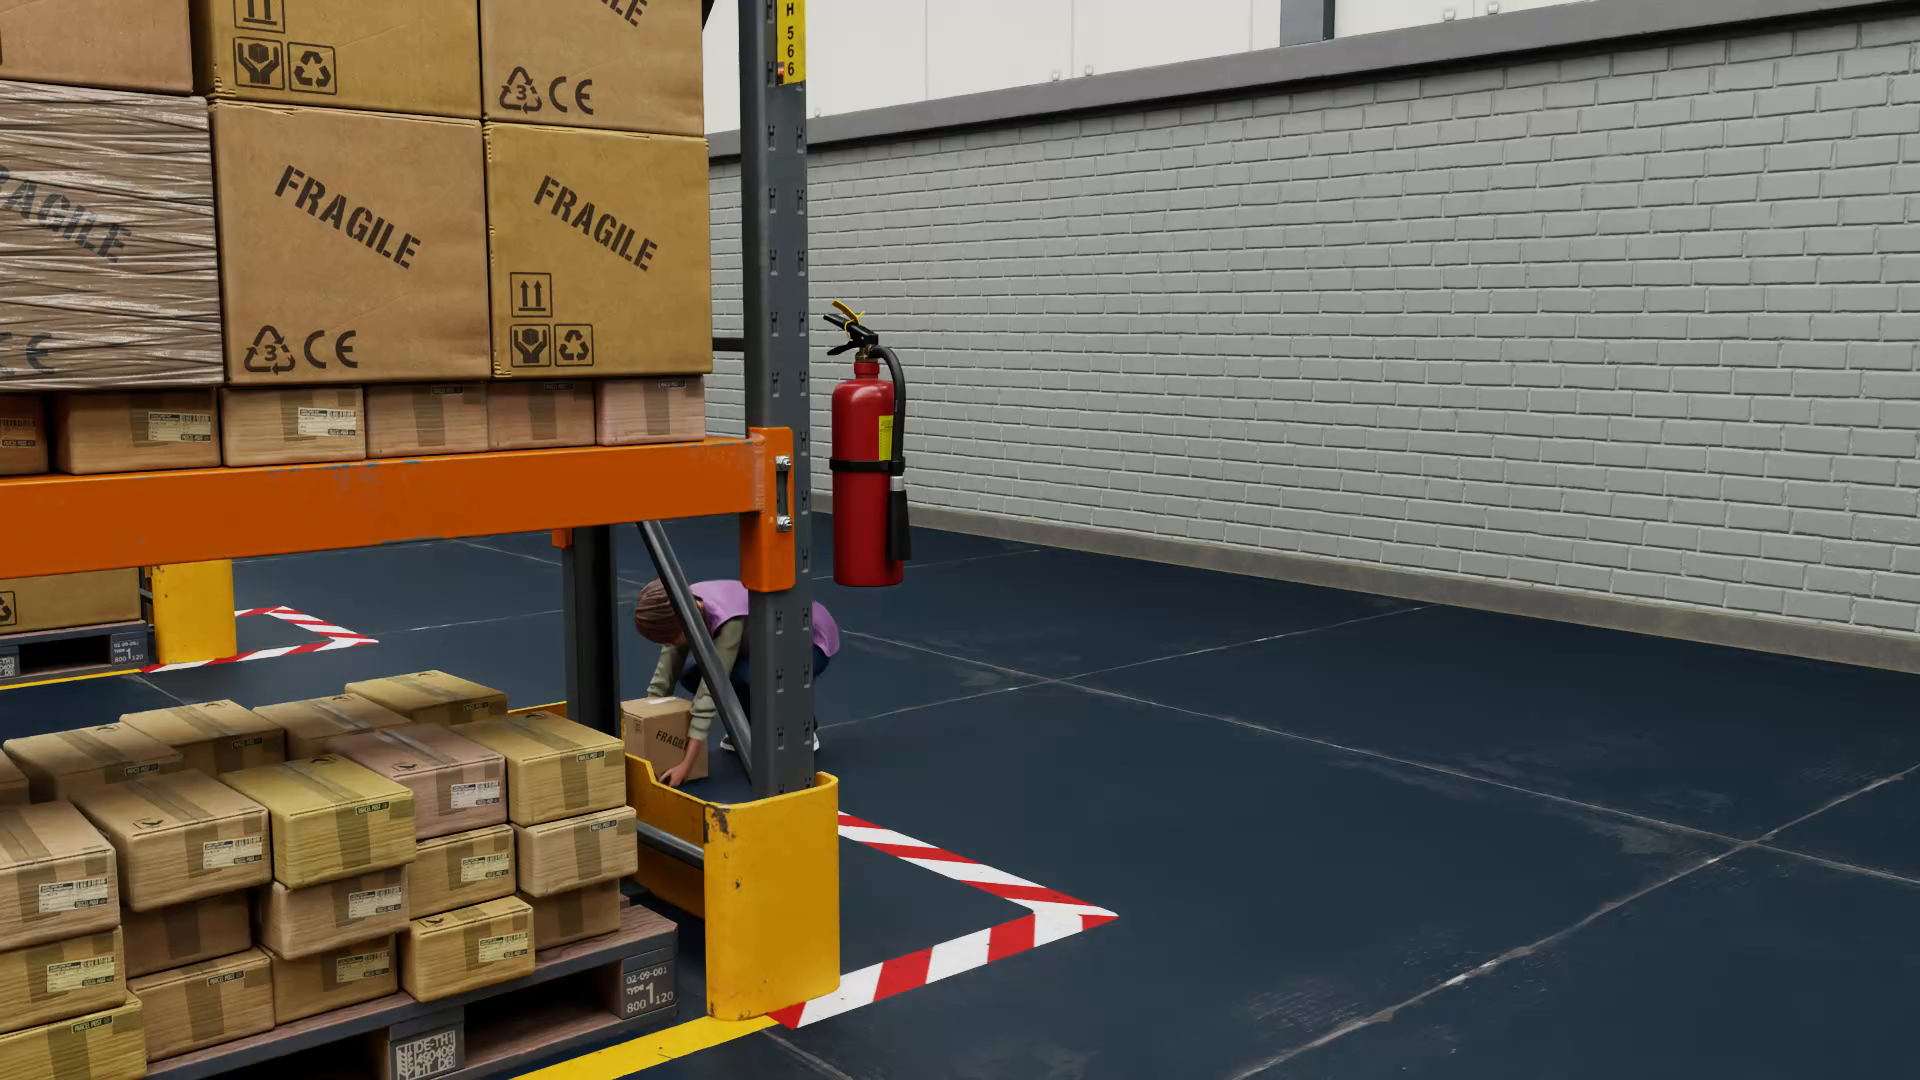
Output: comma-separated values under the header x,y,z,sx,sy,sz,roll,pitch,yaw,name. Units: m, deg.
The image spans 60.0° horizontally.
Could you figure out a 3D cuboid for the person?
x,y,z,sx,sy,sz,roll,pitch,yaw,name
-0.806,0.114,5.863,0.738,1.369,0.377,-7,10,-42,person
